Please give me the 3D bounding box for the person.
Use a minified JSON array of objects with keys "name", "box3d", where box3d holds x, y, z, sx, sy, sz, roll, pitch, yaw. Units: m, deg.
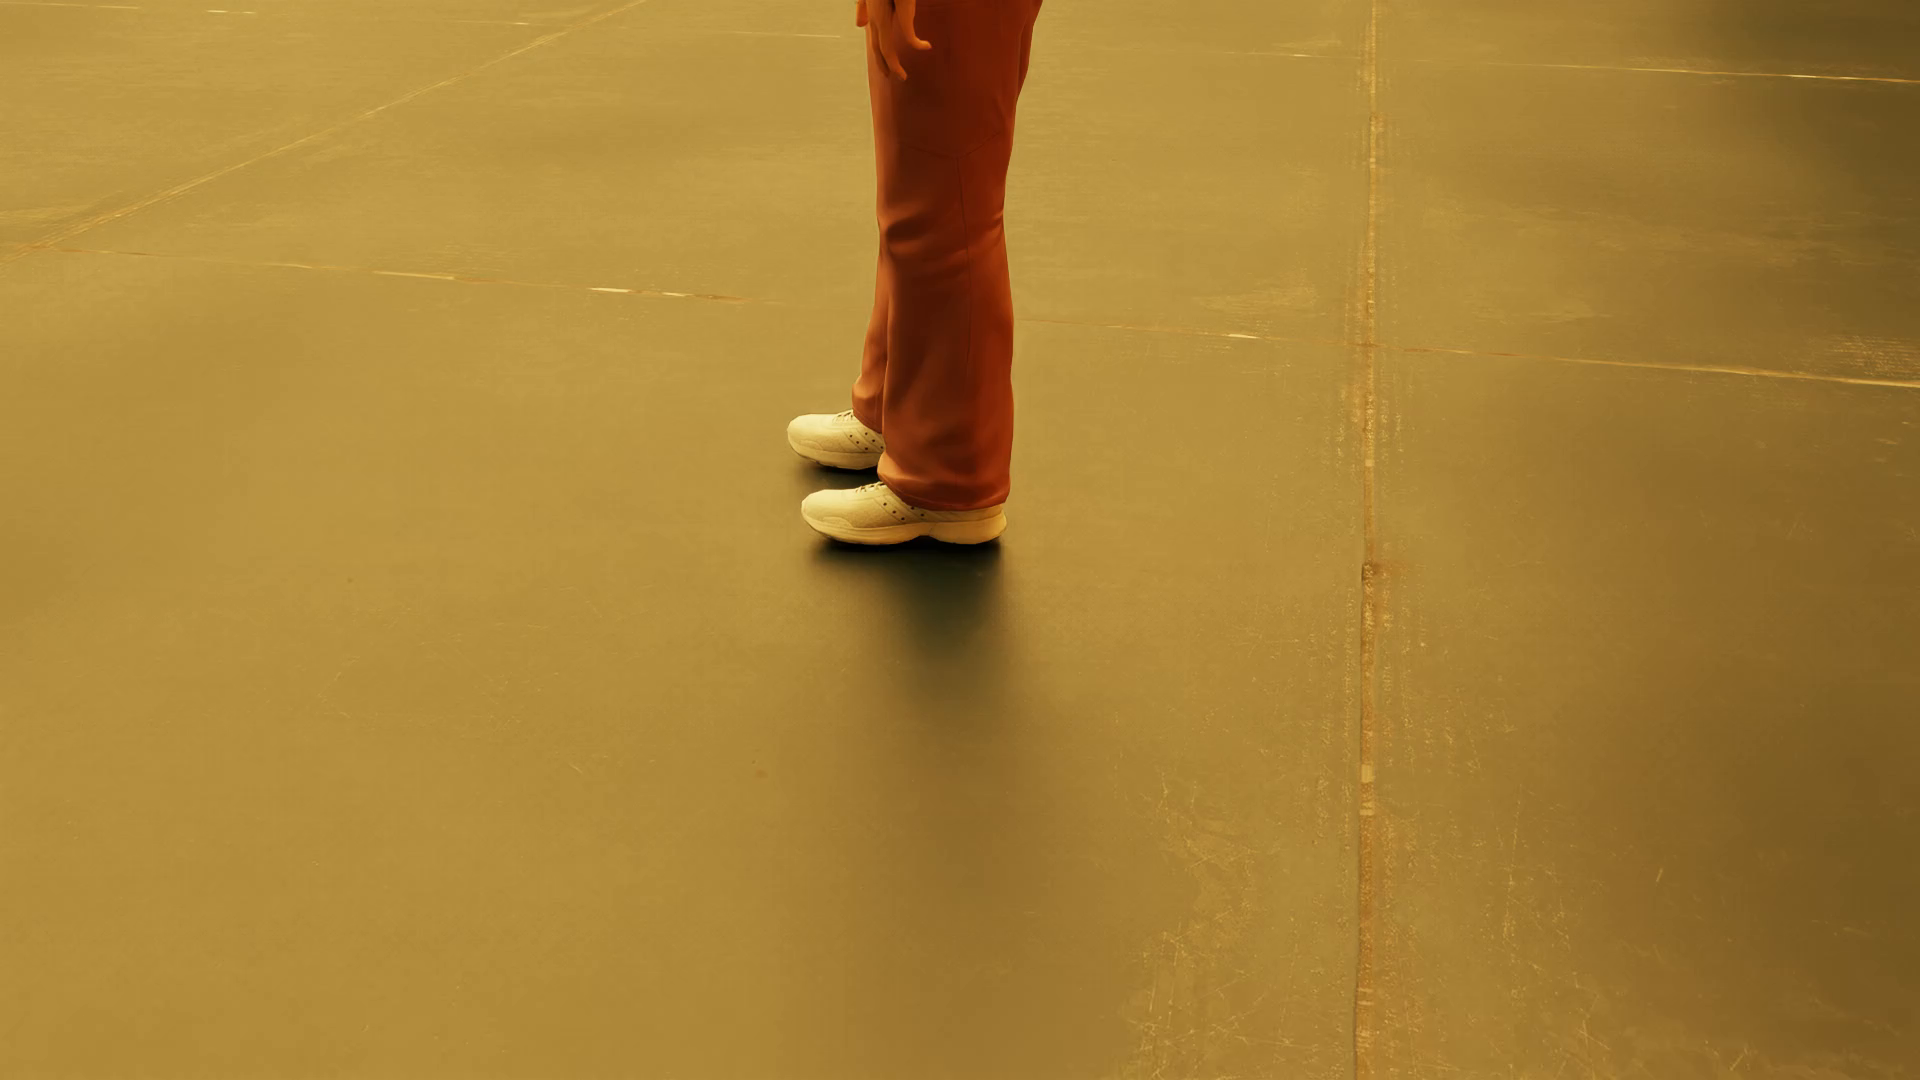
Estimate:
[{"name":"person","box3d":[-0.070,-0.763,2.146,0.548,1.664,0.554,6,27,11]}]
